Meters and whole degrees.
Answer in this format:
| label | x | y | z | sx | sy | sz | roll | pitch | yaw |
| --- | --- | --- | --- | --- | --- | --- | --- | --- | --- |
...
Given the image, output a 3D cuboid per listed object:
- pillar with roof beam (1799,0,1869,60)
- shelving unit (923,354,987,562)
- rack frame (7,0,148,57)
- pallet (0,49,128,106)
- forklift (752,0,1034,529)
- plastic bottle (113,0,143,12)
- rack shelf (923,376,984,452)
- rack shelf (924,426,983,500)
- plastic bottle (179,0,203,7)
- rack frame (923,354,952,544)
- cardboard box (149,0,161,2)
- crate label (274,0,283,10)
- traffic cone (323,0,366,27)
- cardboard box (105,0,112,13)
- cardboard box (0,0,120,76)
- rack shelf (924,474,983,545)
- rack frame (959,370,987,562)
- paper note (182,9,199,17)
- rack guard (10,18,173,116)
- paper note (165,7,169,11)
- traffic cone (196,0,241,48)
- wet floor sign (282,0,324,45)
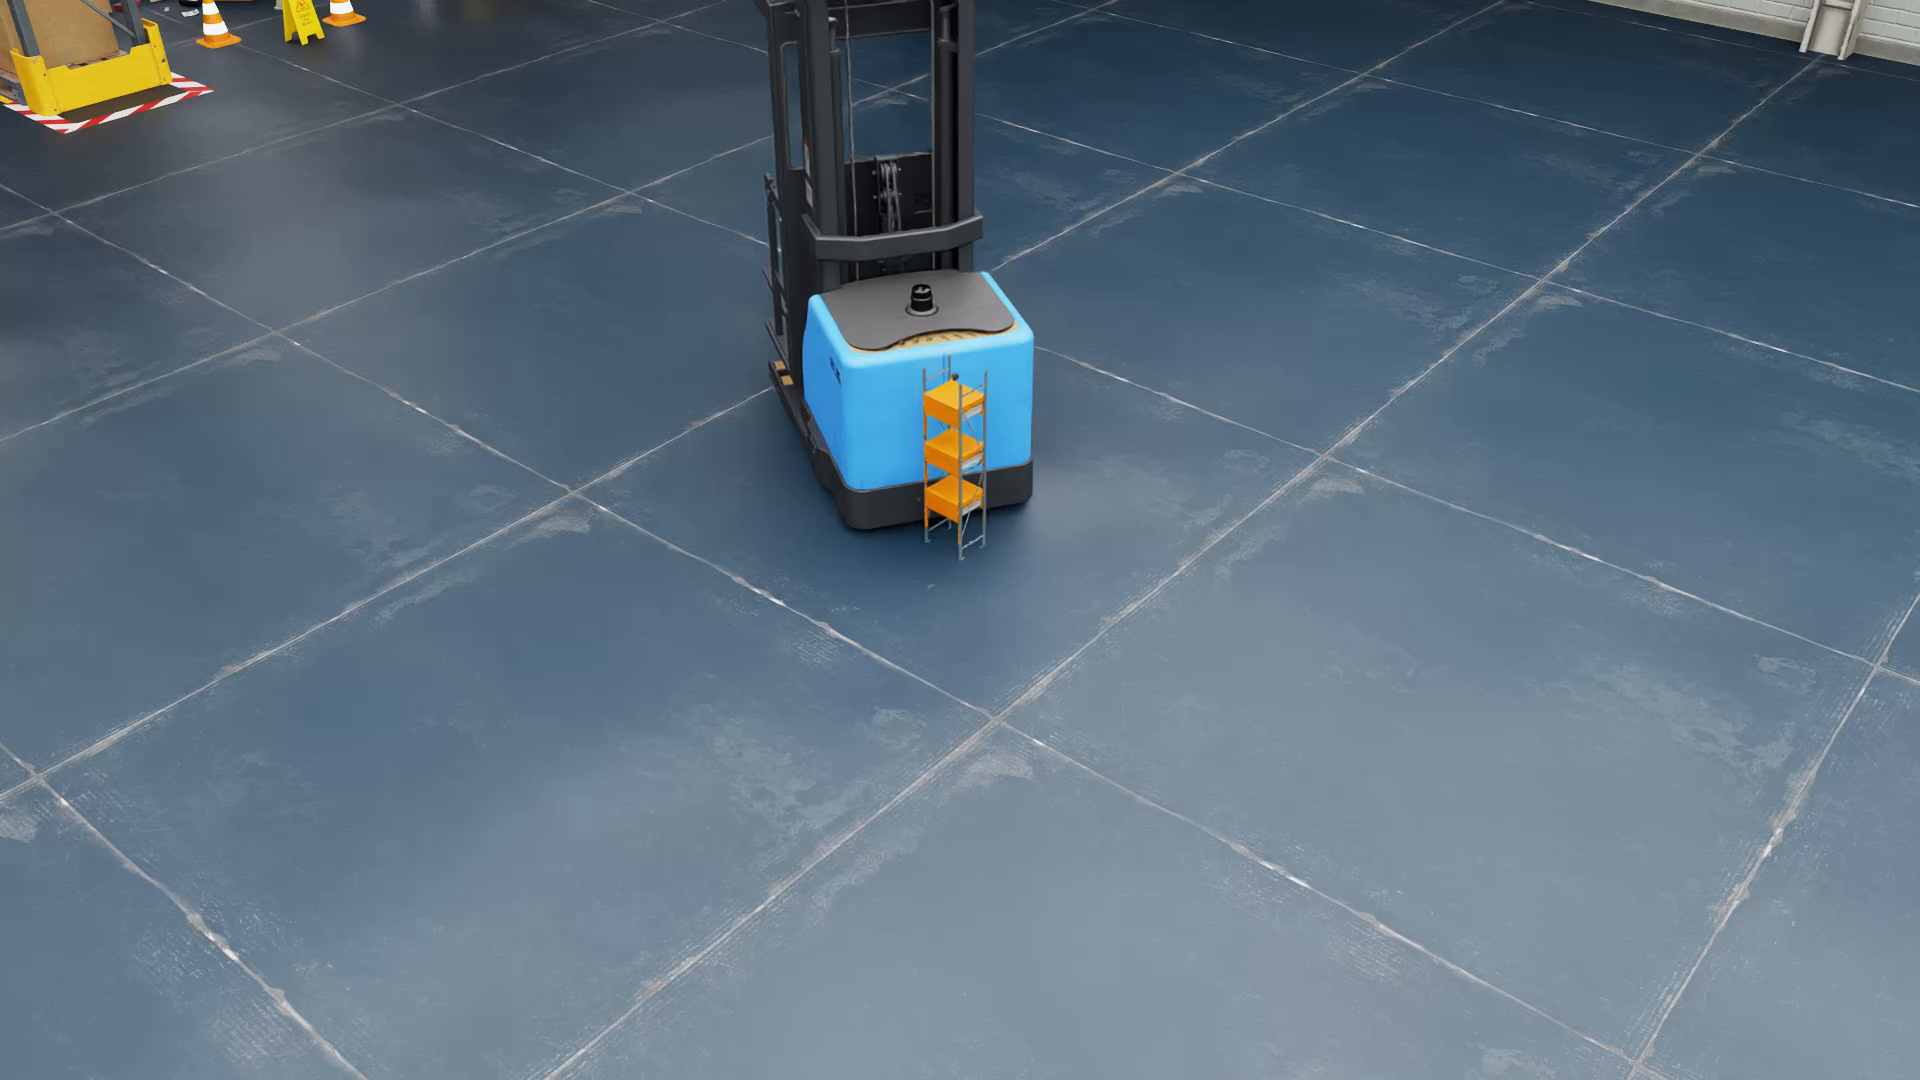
| label | x | y | z | sx | sy | sz | roll | pitch | yaw |
| --- | --- | --- | --- | --- | --- | --- | --- | --- | --- |
| pillar with roof beam | 5.286 | -6.372 | 10.162 | 0.400 | 9.000 | 9.100 | 25 | 42 | 32 |
| shelving unit | -0.025 | -0.409 | 8.500 | 0.252 | 1.050 | 0.215 | 28 | 43 | 34 |
| rack frame | -7.486 | -5.123 | 13.643 | 0.127 | 3.000 | 1.000 | 25 | 42 | 32 |
| pallet | -8.150 | -4.229 | 14.804 | 1.213 | 0.211 | 1.003 | 25 | 42 | 32 |
| forklift | -0.534 | -2.095 | 9.294 | 1.130 | 2.935 | 3.031 | -10 | 36 | -14 |
| plastic bottle | -8.266 | -5.328 | 16.536 | 0.133 | 0.061 | 0.283 | 12 | 36 | 16 |
| rack shelf | -0.025 | -0.634 | 8.345 | 0.240 | 0.259 | 0.215 | 28 | 43 | 34 |
| rack shelf | -0.025 | -0.400 | 8.506 | 0.240 | 0.259 | 0.215 | 28 | 43 | 34 |
| plastic bottle | -7.704 | -5.386 | 16.621 | 0.283 | 0.061 | 0.133 | 12 | 36 | 16 |
| rack frame | -0.115 | -0.455 | 8.568 | 0.008 | 1.050 | 0.200 | 28 | 43 | 34 |
| cardboard box | -8.061 | -5.624 | 16.786 | 0.396 | 0.266 | 0.258 | -26 | 42 | -32 |
| crate label | -6.645 | -5.380 | 16.545 | 0.298 | 0.136 | 0.250 | 6 | 35 | 8 |
| traffic cone | -6.001 | -5.256 | 16.077 | 0.334 | 0.463 | 0.336 | 25 | 42 | 32 |
| cardboard box | -8.710 | -5.427 | 16.291 | 0.500 | 0.500 | 0.500 | -26 | 42 | -32 |
| cardboard box | -8.049 | -4.637 | 14.441 | 0.875 | 0.875 | 0.875 | 26 | 42 | 32 |
| rack shelf | -0.025 | -0.171 | 8.663 | 0.240 | 0.259 | 0.215 | 28 | 43 | 34 |
| rack frame | 0.065 | -0.362 | 8.432 | 0.008 | 1.050 | 0.200 | 28 | 43 | 34 |
| paper note | -7.573 | -5.190 | 16.364 | 0.144 | 0.017 | 0.142 | -18 | 38 | -25 |
| rack guard | -7.467 | -4.084 | 14.337 | 0.348 | 0.500 | 1.175 | 25 | 42 | 32 |
| paper note | -7.864 | -5.262 | 16.486 | 0.032 | 0.001 | 0.123 | -12 | 36 | -17 |
| traffic cone | -6.985 | -4.888 | 15.540 | 0.334 | 0.463 | 0.336 | 25 | 42 | 32 |
| wet floor sign | -6.197 | -5.004 | 15.548 | 0.232 | 0.644 | 0.267 | 18 | 38 | 24 |
